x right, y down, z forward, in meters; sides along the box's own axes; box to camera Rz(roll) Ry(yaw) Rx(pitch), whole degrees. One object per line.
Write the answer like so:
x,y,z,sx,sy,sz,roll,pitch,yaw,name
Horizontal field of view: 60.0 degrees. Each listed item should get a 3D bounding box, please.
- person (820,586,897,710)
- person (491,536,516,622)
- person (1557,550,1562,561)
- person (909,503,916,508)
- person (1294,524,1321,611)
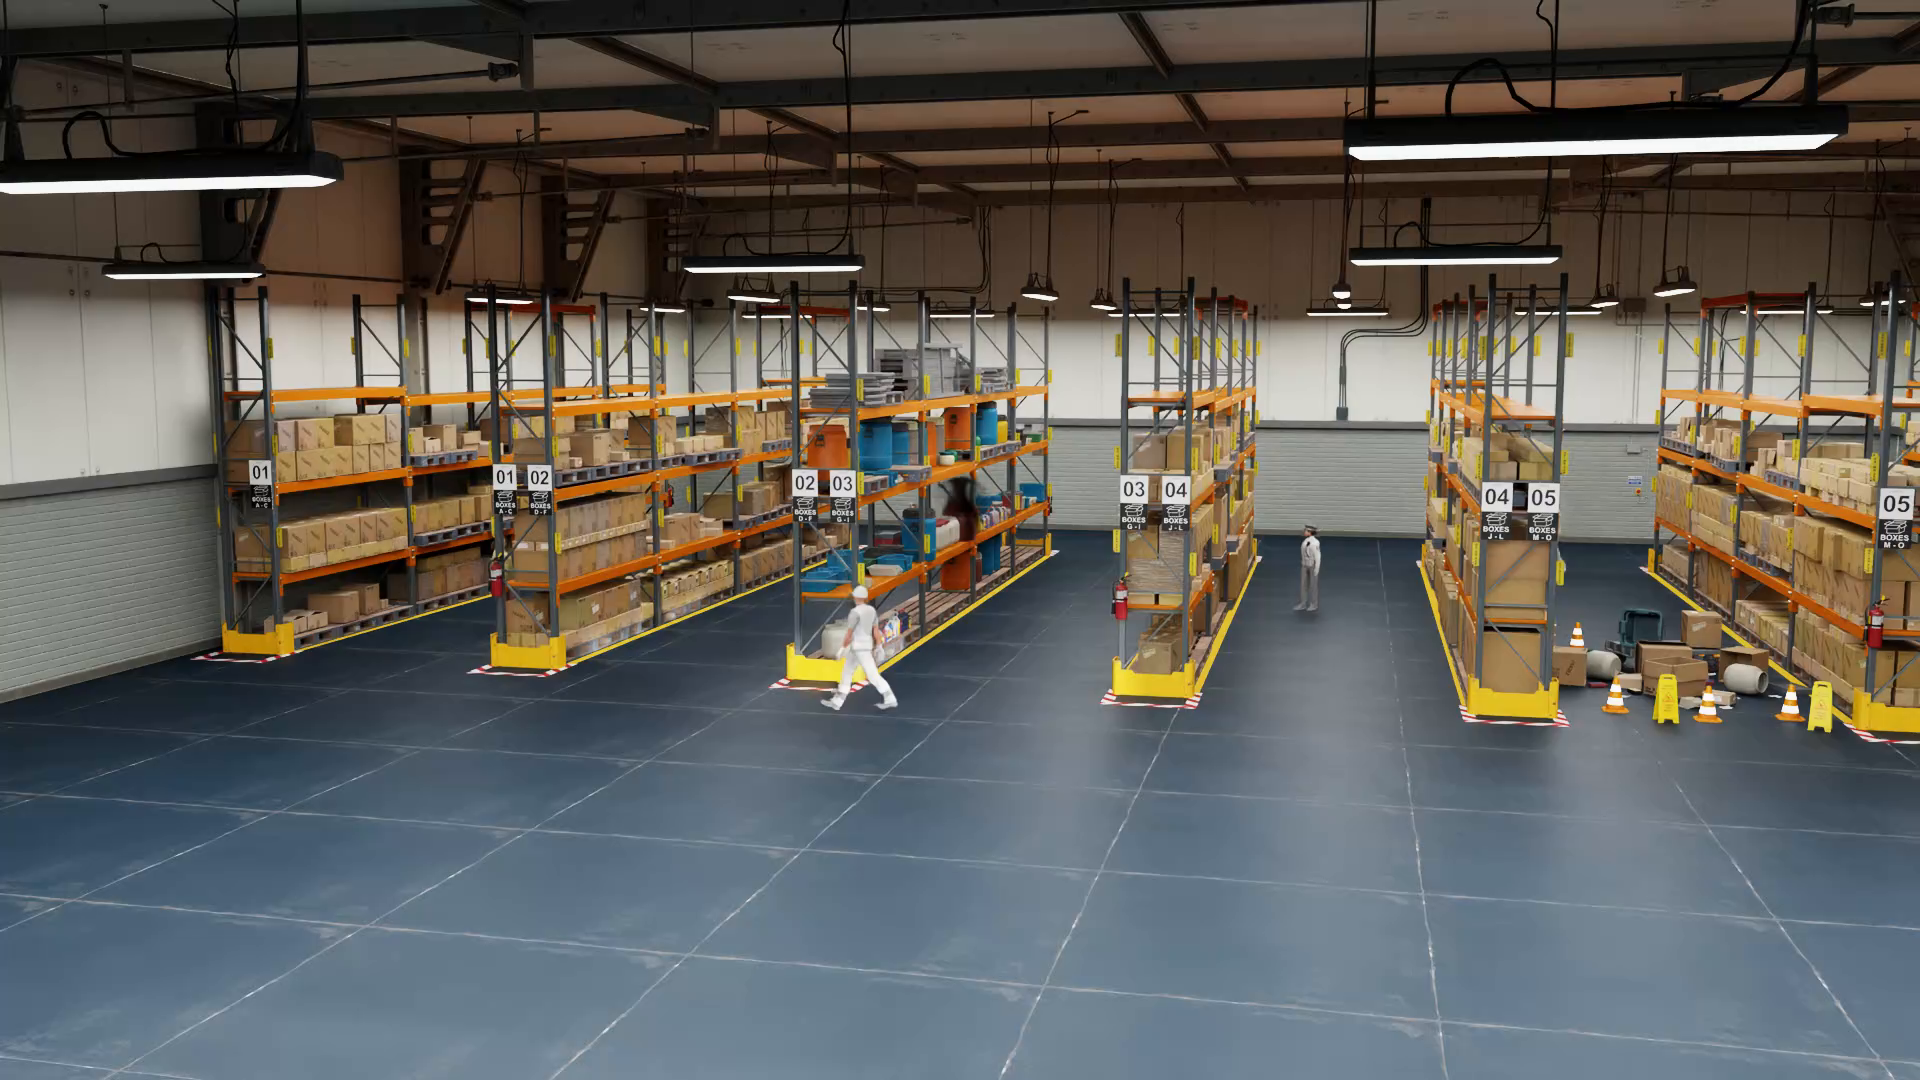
-1.400,1.502,22.938,1.053,1.749,0.480,-1,7,-8,person
-8.187,0.752,29.907,0.456,1.712,0.509,4,8,31,person
13.270,-0.154,37.644,0.580,1.617,0.983,-5,8,-36,person
-1.026,-0.052,36.740,0.564,1.543,0.938,4,8,29,person
6.725,0.531,31.894,0.406,1.692,0.531,-4,8,-30,person
